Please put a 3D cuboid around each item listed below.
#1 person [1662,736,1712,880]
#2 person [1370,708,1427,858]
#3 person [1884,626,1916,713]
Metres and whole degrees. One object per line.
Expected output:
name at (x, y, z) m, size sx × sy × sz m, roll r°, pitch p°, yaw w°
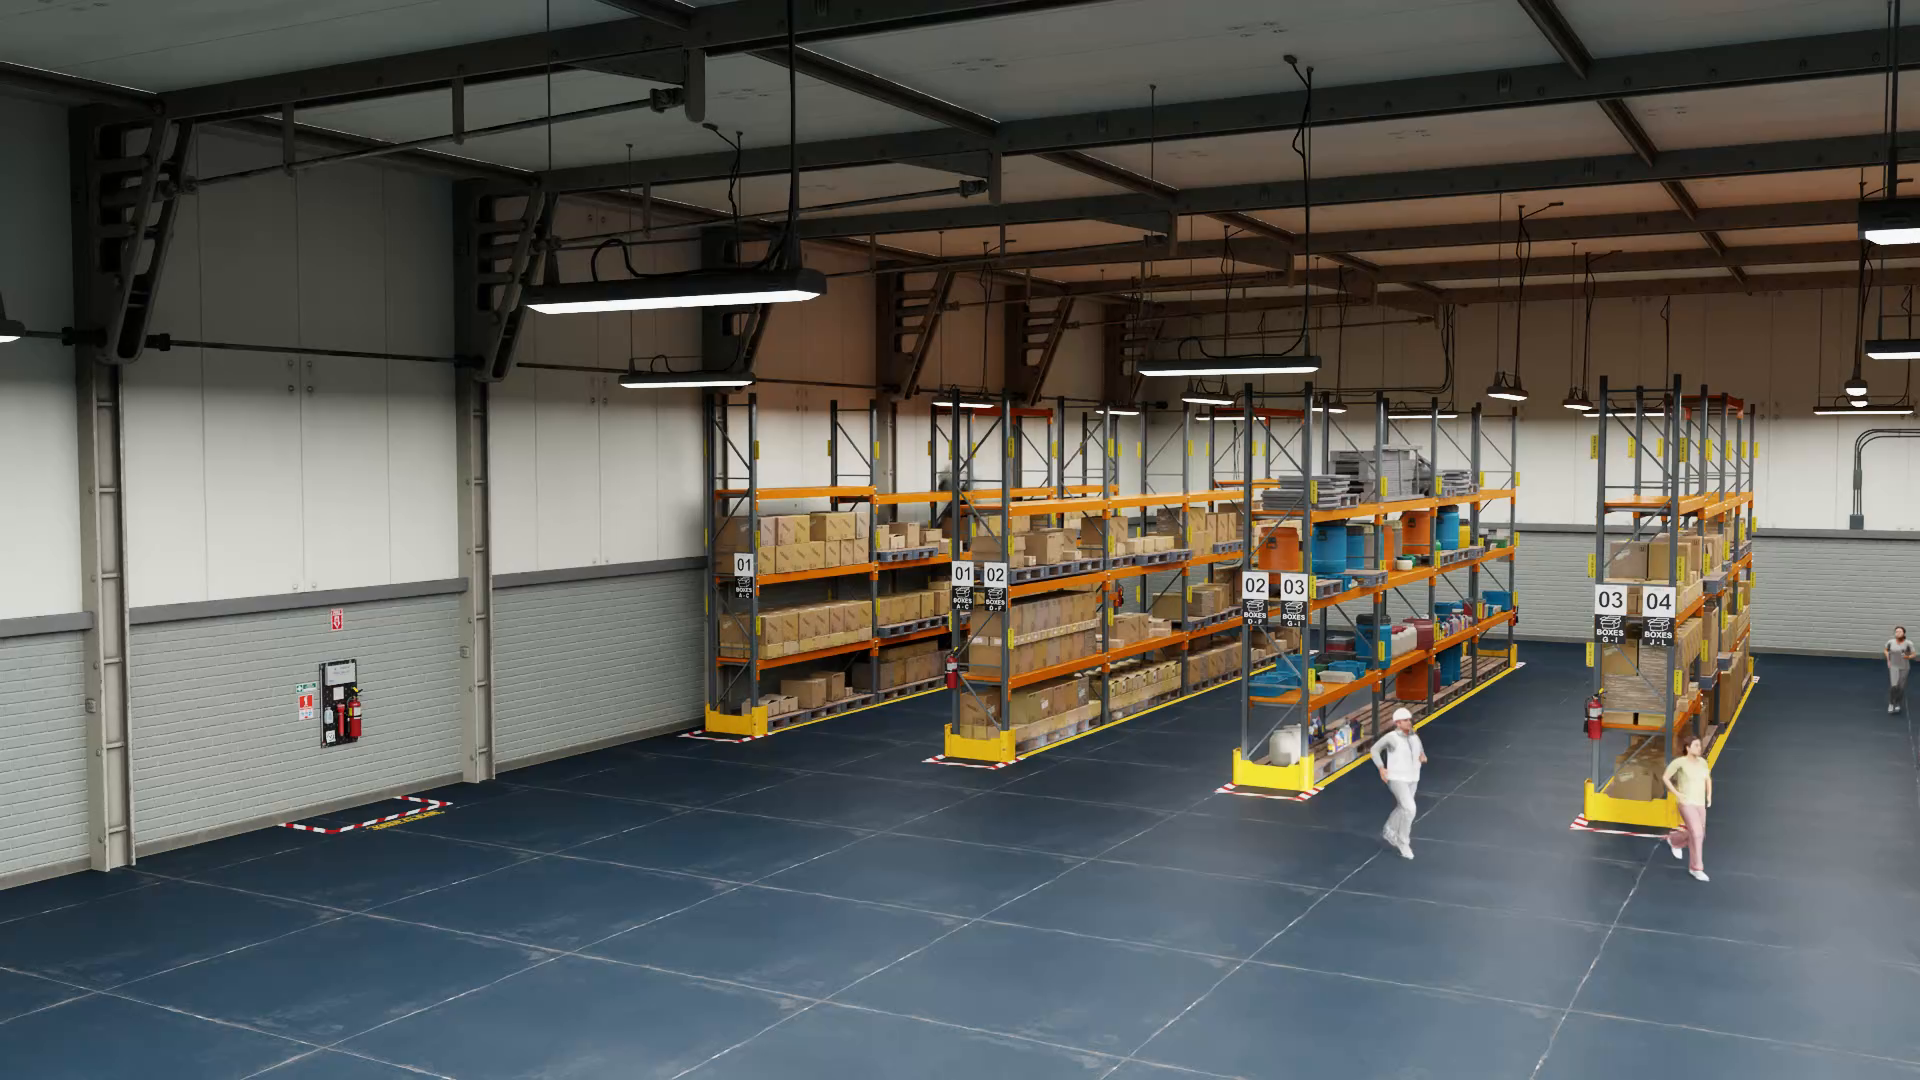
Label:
person at (8.628, 3.132, 19.711) m, size 0.602 × 1.663 × 0.799 m, roll -1°, pitch 3°, yaw -14°
person at (5.495, 3.003, 20.650) m, size 0.625 × 1.831 × 0.758 m, roll -2°, pitch 4°, yaw -31°
person at (17.852, 2.472, 31.595) m, size 0.540 × 1.674 × 0.669 m, roll 2°, pitch 4°, yaw 30°
